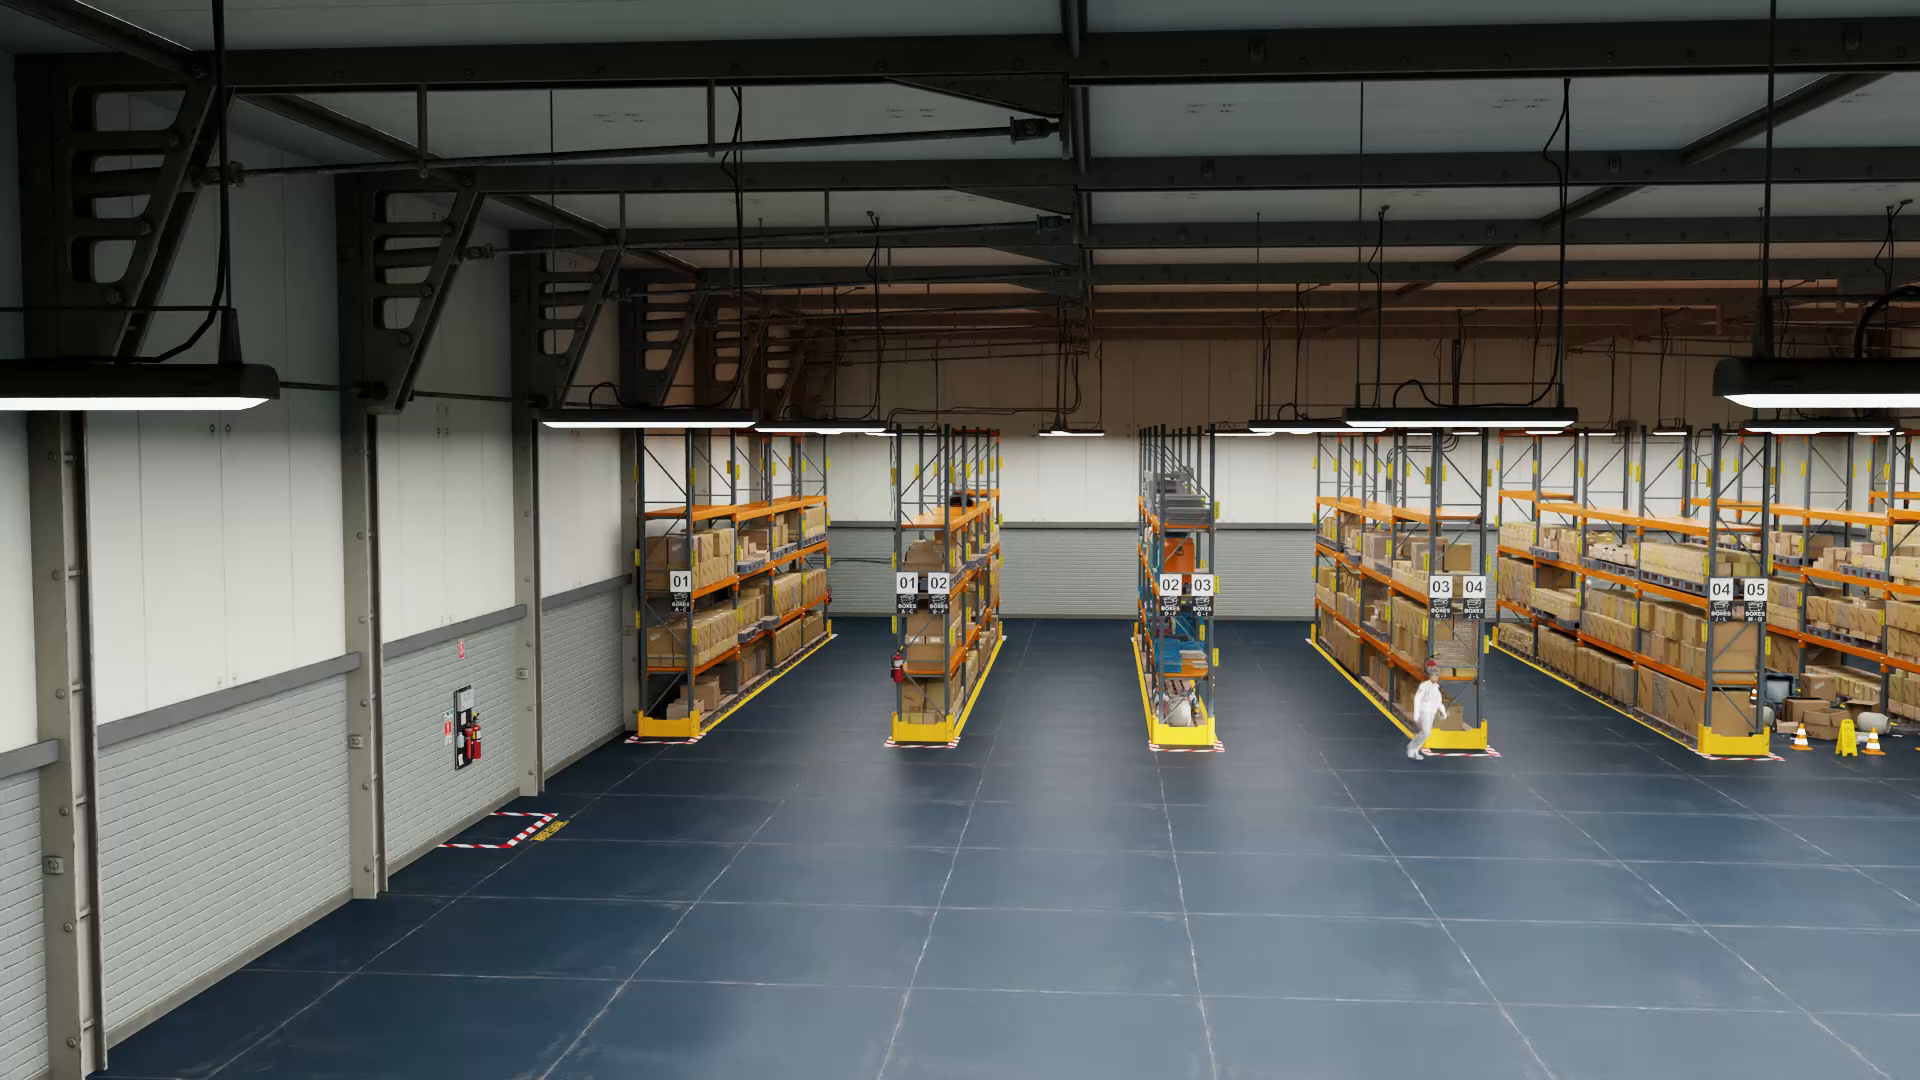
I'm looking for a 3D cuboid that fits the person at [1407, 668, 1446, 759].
[{"bbox_3d":[8.330,3.091,29.596,0.654,1.626,0.558,-2,4,-35],"label":"person"}]

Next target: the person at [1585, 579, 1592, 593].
[{"bbox_3d":[17.835,1.976,47.166,0.720,1.731,0.614,0,3,2],"label":"person"}]
